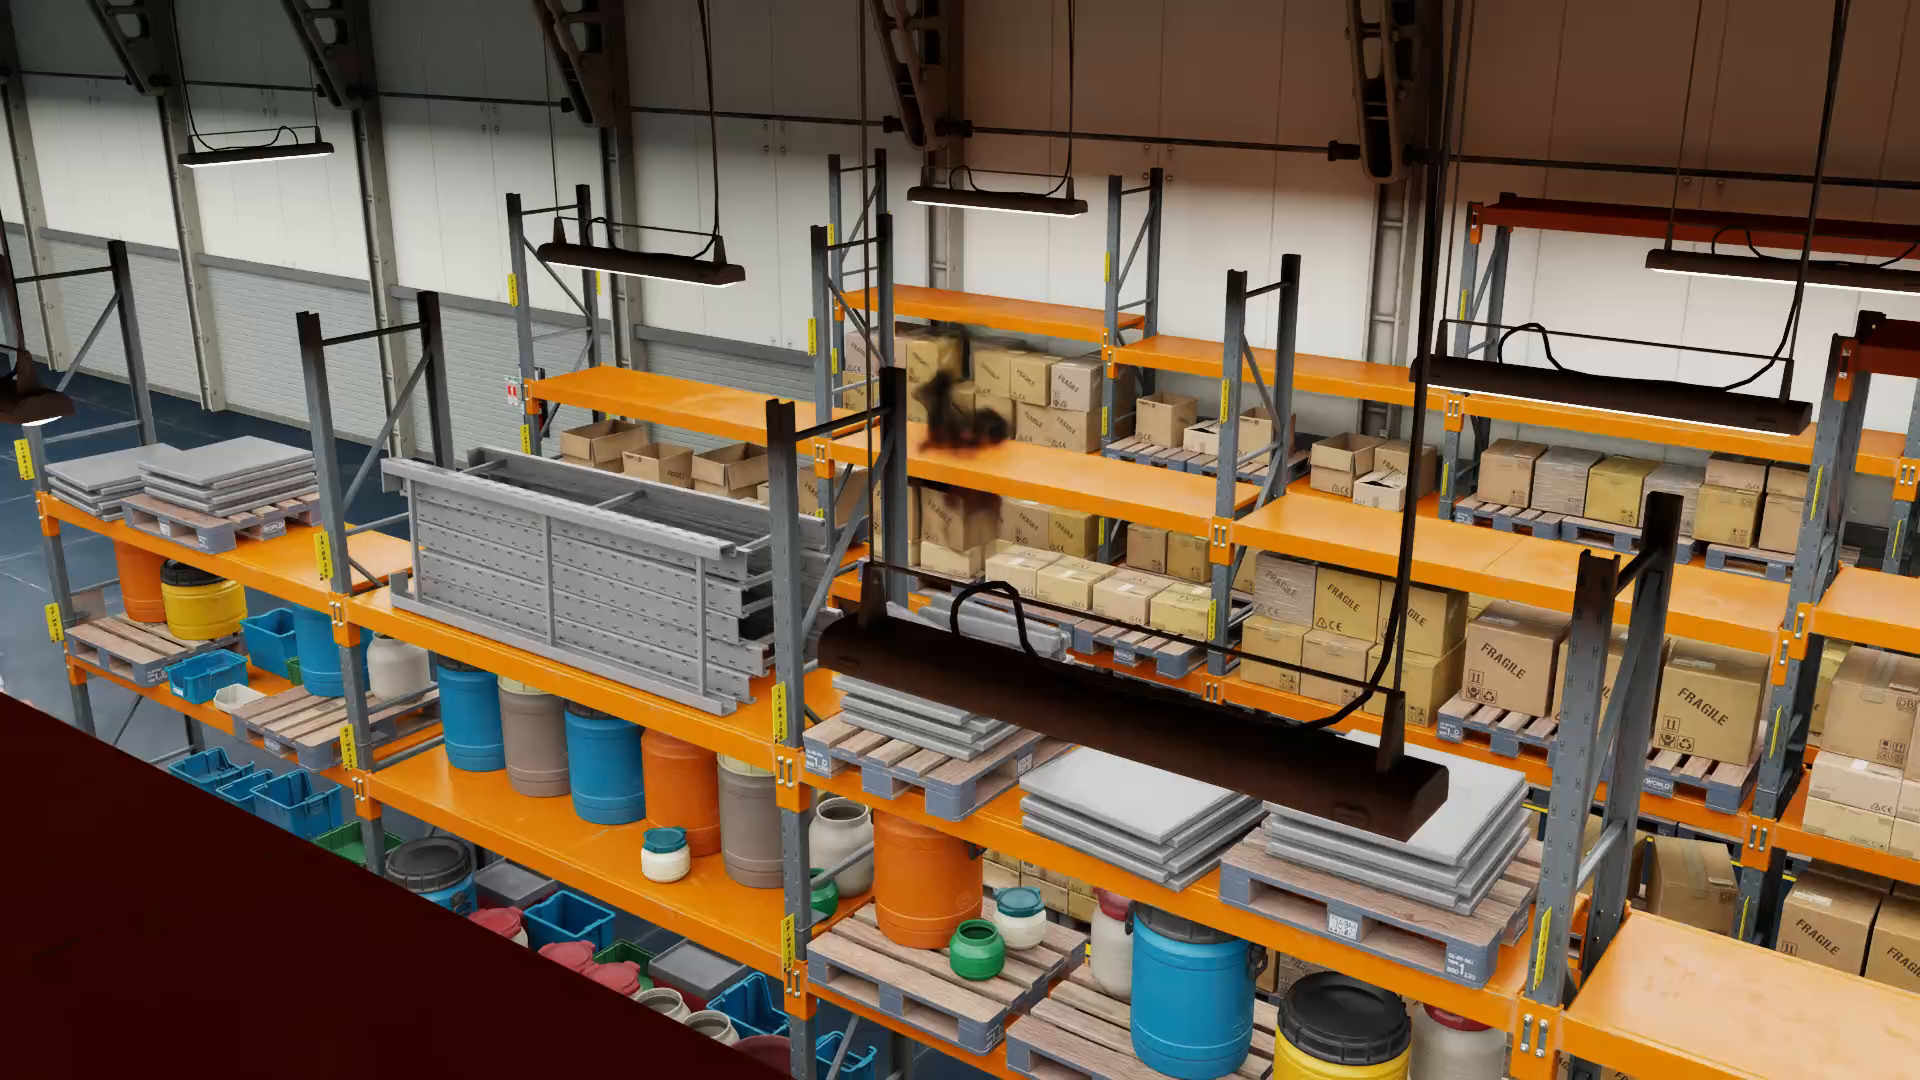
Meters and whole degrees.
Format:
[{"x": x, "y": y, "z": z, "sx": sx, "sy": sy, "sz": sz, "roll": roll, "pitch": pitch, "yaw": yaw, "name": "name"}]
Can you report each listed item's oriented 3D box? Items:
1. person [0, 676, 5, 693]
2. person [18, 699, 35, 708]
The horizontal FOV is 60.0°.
[{"x": -9.835, "y": 1.852, "z": 16.980, "sx": 0.575, "sy": 1.654, "sz": 0.591, "roll": -12, "pitch": 22, "yaw": -32, "name": "person"}, {"x": -8.647, "y": 2.296, "z": 15.530, "sx": 0.741, "sy": 1.763, "sz": 0.701, "roll": -8, "pitch": 20, "yaw": -22, "name": "person"}]
